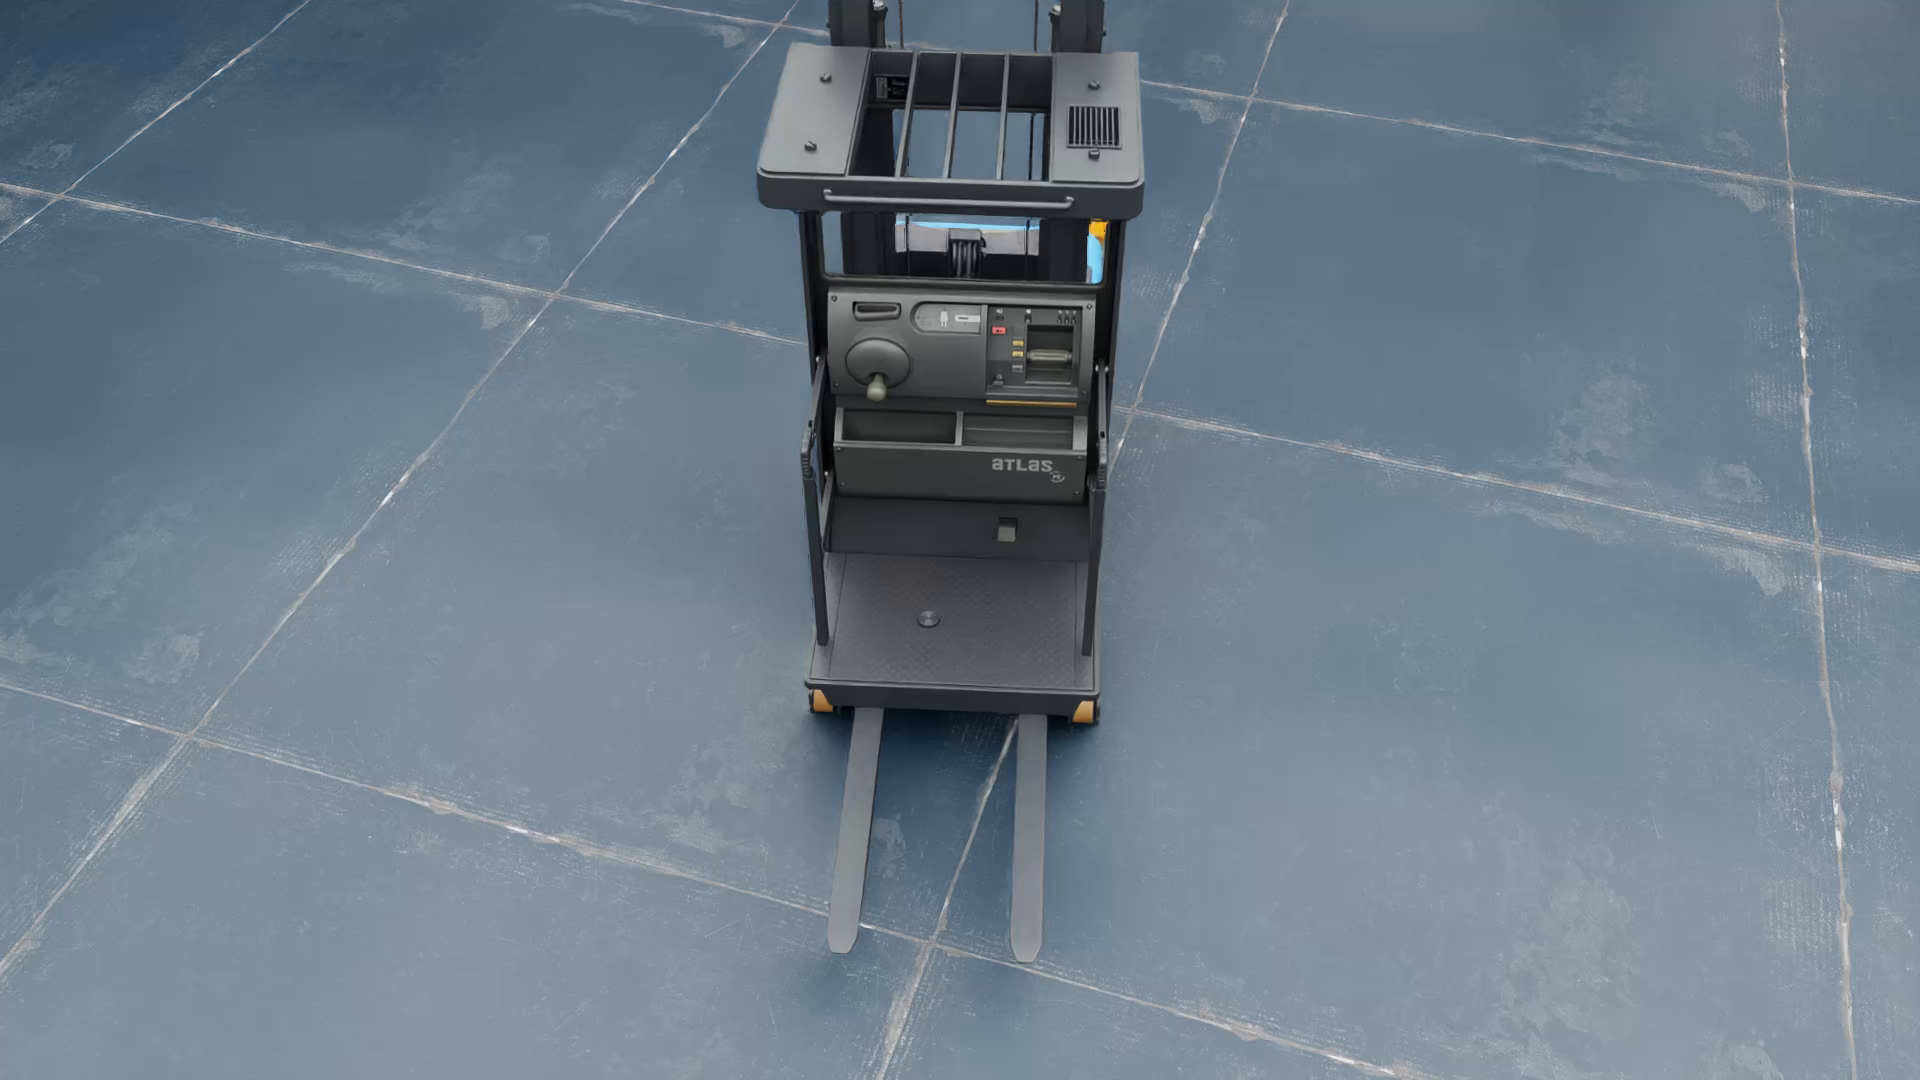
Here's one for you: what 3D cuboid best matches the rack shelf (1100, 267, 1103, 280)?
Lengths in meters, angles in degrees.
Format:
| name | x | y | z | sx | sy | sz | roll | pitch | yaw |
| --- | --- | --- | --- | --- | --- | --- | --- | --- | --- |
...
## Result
| name | x | y | z | sx | sy | sz | roll | pitch | yaw |
| --- | --- | --- | --- | --- | --- | --- | --- | --- | --- |
| rack shelf | 0.555 | -1.179 | 7.382 | 0.180 | 0.103 | 0.258 | -6 | 45 | -11 |

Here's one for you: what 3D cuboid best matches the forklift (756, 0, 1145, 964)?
| name | x | y | z | sx | sy | sz | roll | pitch | yaw |
| --- | --- | --- | --- | --- | --- | --- | --- | --- | --- |
| forklift | -0.006 | -0.580 | 5.646 | 1.130 | 2.935 | 3.031 | 2 | 44 | 2 |

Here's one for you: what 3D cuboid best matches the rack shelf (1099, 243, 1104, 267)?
| name | x | y | z | sx | sy | sz | roll | pitch | yaw |
| --- | --- | --- | --- | --- | --- | --- | --- | --- | --- |
| rack shelf | 0.561 | -1.265 | 7.299 | 0.180 | 0.103 | 0.258 | -6 | 45 | -11 |

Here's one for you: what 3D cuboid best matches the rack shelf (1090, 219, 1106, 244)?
| name | x | y | z | sx | sy | sz | roll | pitch | yaw |
| --- | --- | --- | --- | --- | --- | --- | --- | --- | --- |
| rack shelf | 0.567 | -1.352 | 7.216 | 0.180 | 0.103 | 0.258 | -6 | 45 | -11 |

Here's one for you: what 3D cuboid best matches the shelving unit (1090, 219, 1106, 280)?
| name | x | y | z | sx | sy | sz | roll | pitch | yaw |
| --- | --- | --- | --- | --- | --- | --- | --- | --- | --- |
| shelving unit | 0.551 | -1.124 | 7.434 | 0.189 | 1.200 | 0.258 | -6 | 45 | -11 |
